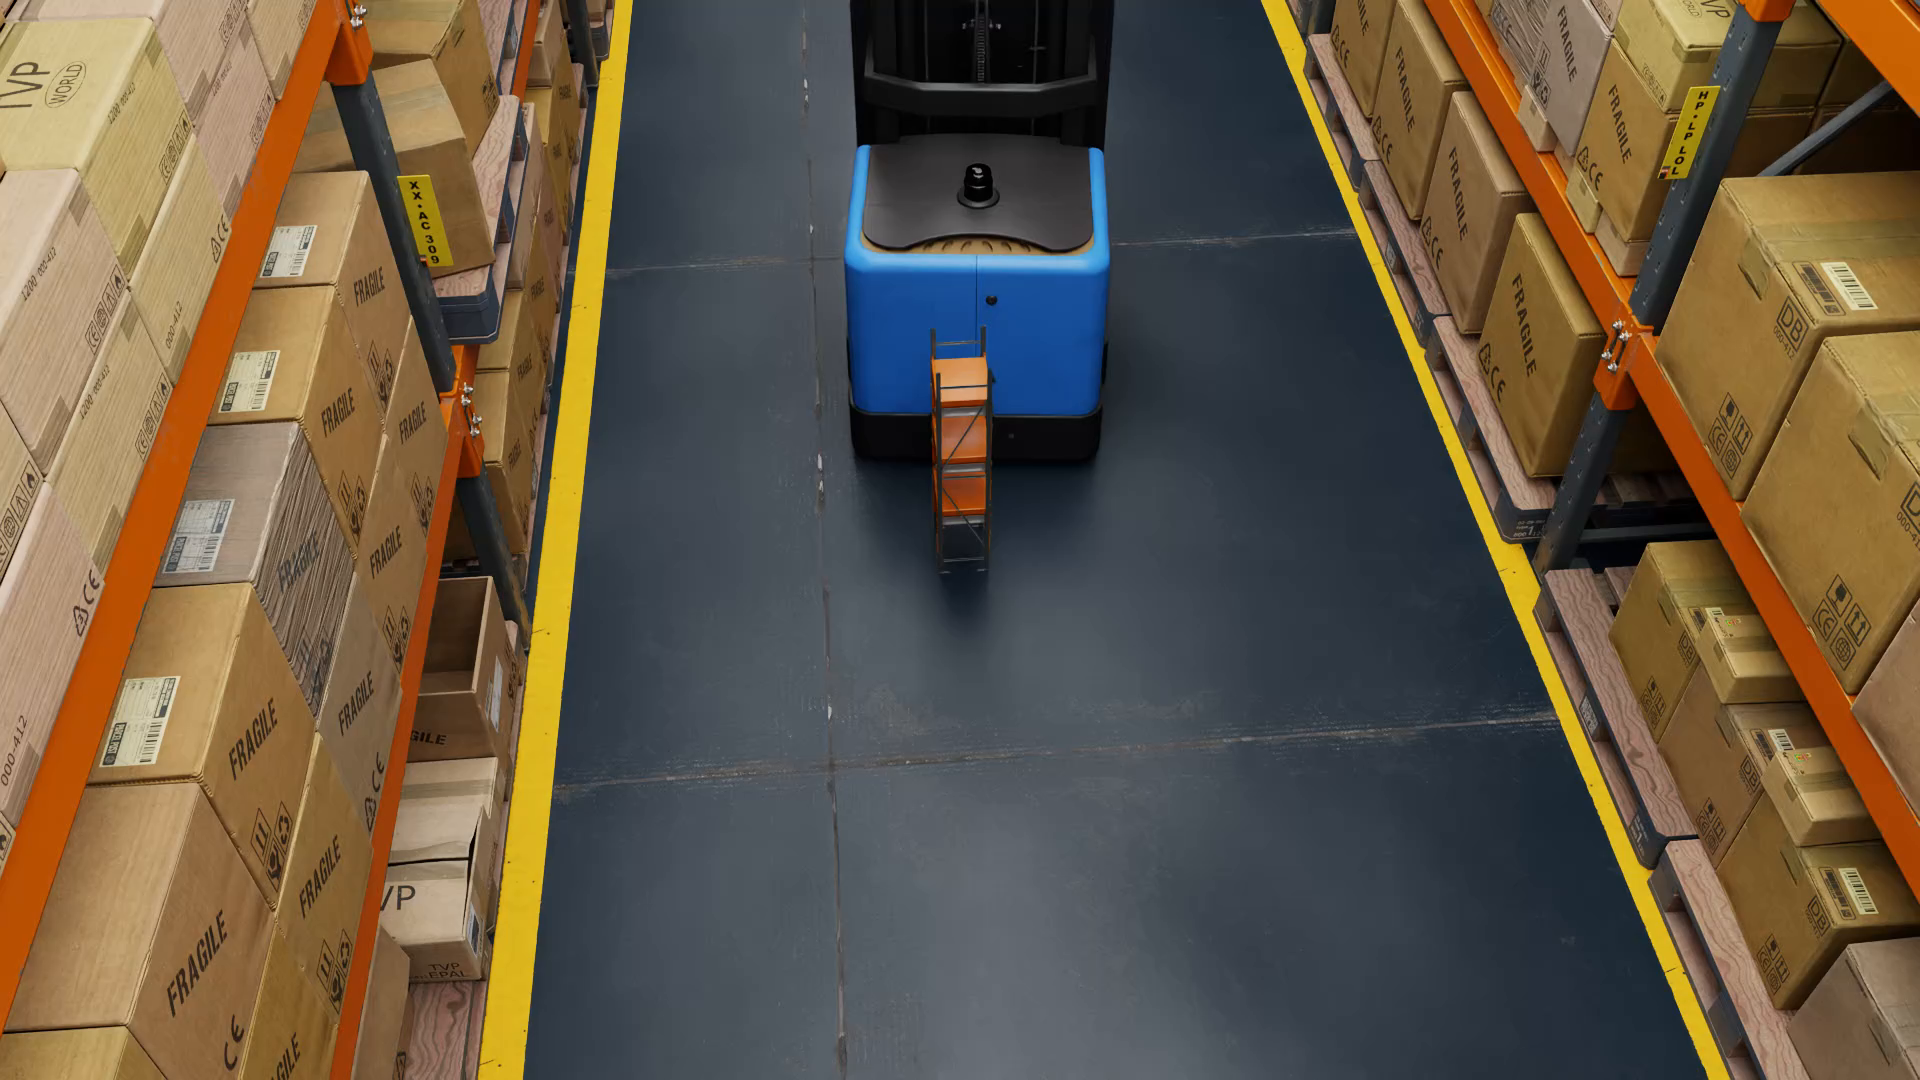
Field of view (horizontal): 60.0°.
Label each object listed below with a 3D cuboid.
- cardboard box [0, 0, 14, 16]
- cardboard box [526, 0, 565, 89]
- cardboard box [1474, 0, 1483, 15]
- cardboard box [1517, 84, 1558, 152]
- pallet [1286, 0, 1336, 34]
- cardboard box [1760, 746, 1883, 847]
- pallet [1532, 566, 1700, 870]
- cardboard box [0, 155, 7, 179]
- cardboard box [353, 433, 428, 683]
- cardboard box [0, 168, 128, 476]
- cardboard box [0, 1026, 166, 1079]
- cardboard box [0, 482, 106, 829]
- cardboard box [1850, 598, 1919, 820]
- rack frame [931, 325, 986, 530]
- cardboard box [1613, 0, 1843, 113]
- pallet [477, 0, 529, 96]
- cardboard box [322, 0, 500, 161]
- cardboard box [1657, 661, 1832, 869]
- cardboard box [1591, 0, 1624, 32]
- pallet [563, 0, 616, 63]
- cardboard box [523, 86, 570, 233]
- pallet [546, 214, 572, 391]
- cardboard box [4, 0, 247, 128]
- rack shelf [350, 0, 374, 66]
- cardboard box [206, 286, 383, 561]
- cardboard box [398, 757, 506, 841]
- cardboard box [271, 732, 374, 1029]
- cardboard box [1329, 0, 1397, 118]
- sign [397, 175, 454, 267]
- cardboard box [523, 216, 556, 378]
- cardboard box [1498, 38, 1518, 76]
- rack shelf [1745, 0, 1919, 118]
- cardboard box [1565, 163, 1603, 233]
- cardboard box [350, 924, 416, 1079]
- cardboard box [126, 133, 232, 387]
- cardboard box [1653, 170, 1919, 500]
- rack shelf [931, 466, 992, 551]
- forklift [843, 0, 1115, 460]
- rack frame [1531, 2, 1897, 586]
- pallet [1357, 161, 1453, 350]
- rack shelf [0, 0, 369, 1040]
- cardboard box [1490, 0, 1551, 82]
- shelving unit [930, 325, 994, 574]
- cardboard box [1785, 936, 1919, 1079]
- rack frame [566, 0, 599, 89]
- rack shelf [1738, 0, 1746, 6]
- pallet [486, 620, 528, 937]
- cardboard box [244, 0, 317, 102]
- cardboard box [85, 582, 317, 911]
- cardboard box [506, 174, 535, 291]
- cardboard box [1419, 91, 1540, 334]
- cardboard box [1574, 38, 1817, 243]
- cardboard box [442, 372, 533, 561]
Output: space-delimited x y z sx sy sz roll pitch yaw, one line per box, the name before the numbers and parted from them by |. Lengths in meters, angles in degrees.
cardboard box | -2.167 -1.308 3.099 0.700 0.500 0.500 -3 47 -3
cardboard box | -2.160 -2.359 7.820 0.500 0.250 0.500 -2 47 -2
cardboard box | 2.390 -2.375 7.093 0.380 0.149 0.250 -3 47 -3
cardboard box | 2.377 -1.629 6.386 0.380 0.149 0.250 -3 47 -3
pallet | 2.390 -3.423 9.846 1.003 0.211 1.213 -3 47 -3
cardboard box | 2.640 0.754 4.956 0.380 0.149 0.250 -5 47 -4
pallet | 2.775 0.592 6.044 1.003 0.211 1.213 -3 47 -3
cardboard box | -1.926 -0.594 2.423 0.700 0.500 0.500 -3 47 -3
cardboard box | -1.805 0.066 4.552 0.500 0.500 0.500 -2 47 -2
cardboard box | -1.716 -0.349 2.708 0.500 0.250 0.500 -3 47 -3
cardboard box | -1.638 1.183 2.806 0.500 0.500 0.500 -3 47 -3
cardboard box | -1.674 0.185 2.547 0.500 0.250 0.500 -3 47 -3
cardboard box | 2.945 0.423 4.077 0.980 0.700 0.700 -6 47 -5
rack frame | -0.006 -0.411 6.416 0.200 1.050 0.008 -3 47 -3
cardboard box | 2.495 -1.646 5.439 0.500 0.250 0.500 -2 47 -2
pallet | -2.314 -2.039 6.748 1.003 0.211 1.213 -3 47 -3
cardboard box | -2.084 -1.647 5.886 0.700 0.500 0.500 3 47 3
cardboard box | 2.788 0.704 5.450 0.700 0.500 0.500 -4 47 -4
cardboard box | 2.462 -2.016 5.790 0.500 0.250 0.500 -3 47 -2
pallet | -2.512 -3.151 9.589 1.003 0.211 1.213 -3 47 -3
cardboard box | -2.126 -1.767 7.776 0.500 0.500 0.500 -5 47 -5
pallet | -2.358 -1.130 7.675 1.003 0.211 1.213 -3 47 -3
cardboard box | -1.797 -1.073 3.393 0.500 0.250 0.500 -3 47 -3
rack shelf | -2.314 -2.849 5.812 1.077 0.370 4.000 -3 47 -3
cardboard box | -1.801 -0.276 4.188 0.500 0.500 0.500 -4 47 -4
cardboard box | -1.725 0.873 5.517 0.380 0.149 0.250 -3 47 -3
cardboard box | -1.714 0.806 3.851 0.500 0.500 0.500 -3 47 -3
cardboard box | 2.385 -2.681 8.415 0.750 0.750 0.750 -4 47 -4
sign | -1.607 -0.954 4.992 0.100 0.325 0.005 -3 47 -3
cardboard box | -2.034 -1.022 7.071 0.500 0.500 0.500 -3 47 -3
cardboard box | 2.416 -1.992 6.730 0.380 0.149 0.250 -5 47 -4
rack shelf | 2.957 -0.259 3.359 1.077 0.370 4.000 -3 47 -3
cardboard box | 2.434 -1.251 6.028 0.380 0.149 0.250 -3 47 -3
cardboard box | -1.984 1.448 4.729 0.797 0.503 0.637 -3 47 -3
cardboard box | -1.759 -0.539 3.232 0.500 0.250 0.500 -3 47 -3
cardboard box | 2.818 -0.632 5.076 0.980 0.700 0.700 -3 47 -3
rack shelf | 0.004 -0.124 6.542 0.215 0.259 0.240 -3 47 -3
forklift | 0.096 -2.399 7.003 1.130 2.935 3.031 1 47 1
rack frame | 2.789 -0.922 5.557 1.000 3.000 0.127 -3 47 -3
pallet | 2.544 -1.402 7.932 1.003 0.211 1.213 -3 47 -3
rack shelf | -1.979 0.045 3.071 1.077 0.370 4.000 -3 47 -3
cardboard box | 2.413 -2.117 6.401 0.500 0.500 0.500 -3 47 -3
shelving unit | 0.004 -0.322 6.332 0.215 1.050 0.252 -3 47 -3
cardboard box | 2.881 1.461 4.733 0.700 0.500 0.500 -5 47 -5
rack frame | -2.482 -3.512 8.010 1.000 3.000 0.127 -3 47 -3
rack shelf | 2.622 -3.153 6.100 1.077 0.370 4.000 -3 47 -3
pallet | -2.090 0.838 5.811 1.003 0.211 1.213 -3 47 -3
cardboard box | -1.841 -1.262 3.917 0.500 0.250 0.500 -3 47 -3
cardboard box | -1.718 0.453 3.497 0.500 0.500 0.500 -4 47 -4
cardboard box | -2.028 -1.256 6.776 0.500 0.250 0.500 -3 47 -3
cardboard box | 2.528 -1.432 7.232 0.750 0.750 0.750 -2 47 -2
cardboard box | 2.499 -1.384 5.707 0.500 0.500 0.500 -4 47 -4
cardboard box | -1.944 -0.275 6.363 0.500 0.500 0.500 -5 47 -5
